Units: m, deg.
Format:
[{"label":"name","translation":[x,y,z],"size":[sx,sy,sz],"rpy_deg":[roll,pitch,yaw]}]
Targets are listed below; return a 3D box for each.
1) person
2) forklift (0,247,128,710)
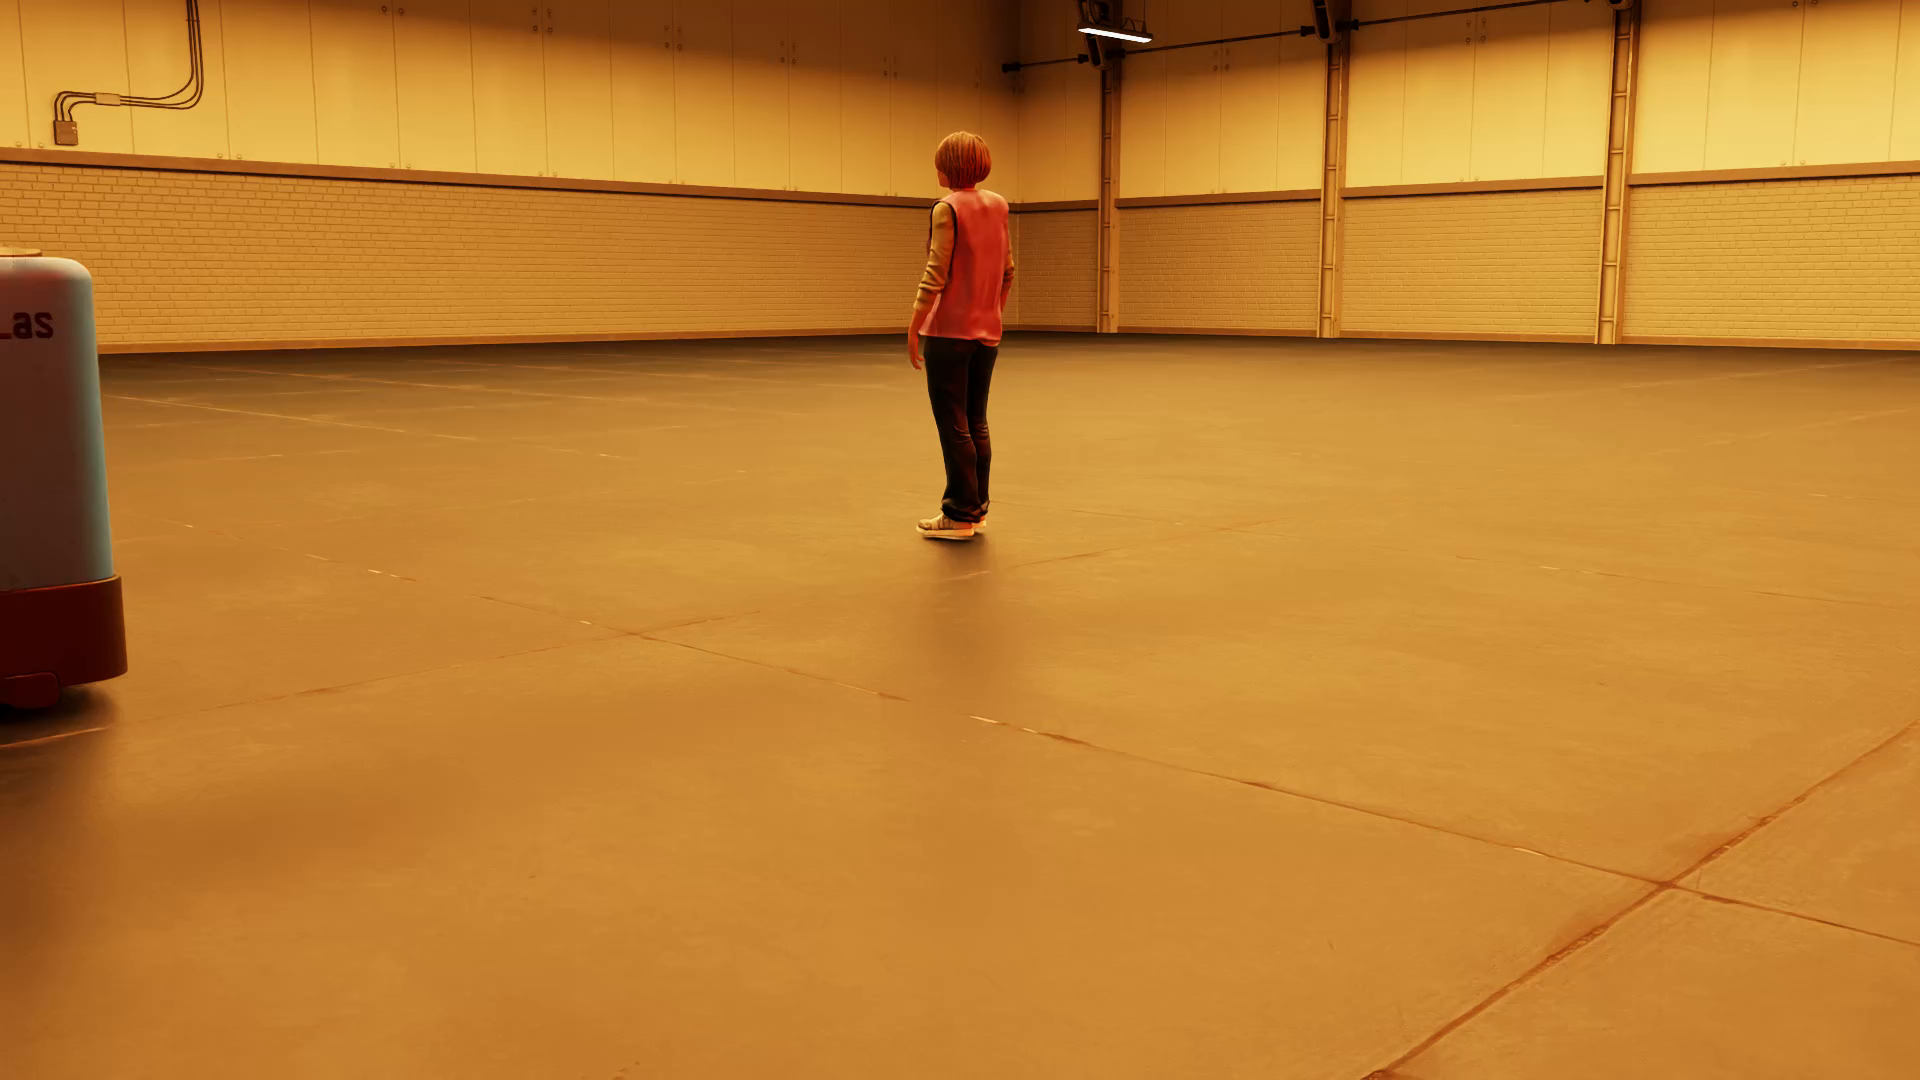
[{"label":"person","translation":[-0.044,-0.806,6.659],"size":[0.473,1.599,0.520],"rpy_deg":[8,12,43]},{"label":"forklift","translation":[-3.453,-0.950,3.180],"size":[3.031,2.935,1.130],"rpy_deg":[-8,12,-43]}]
